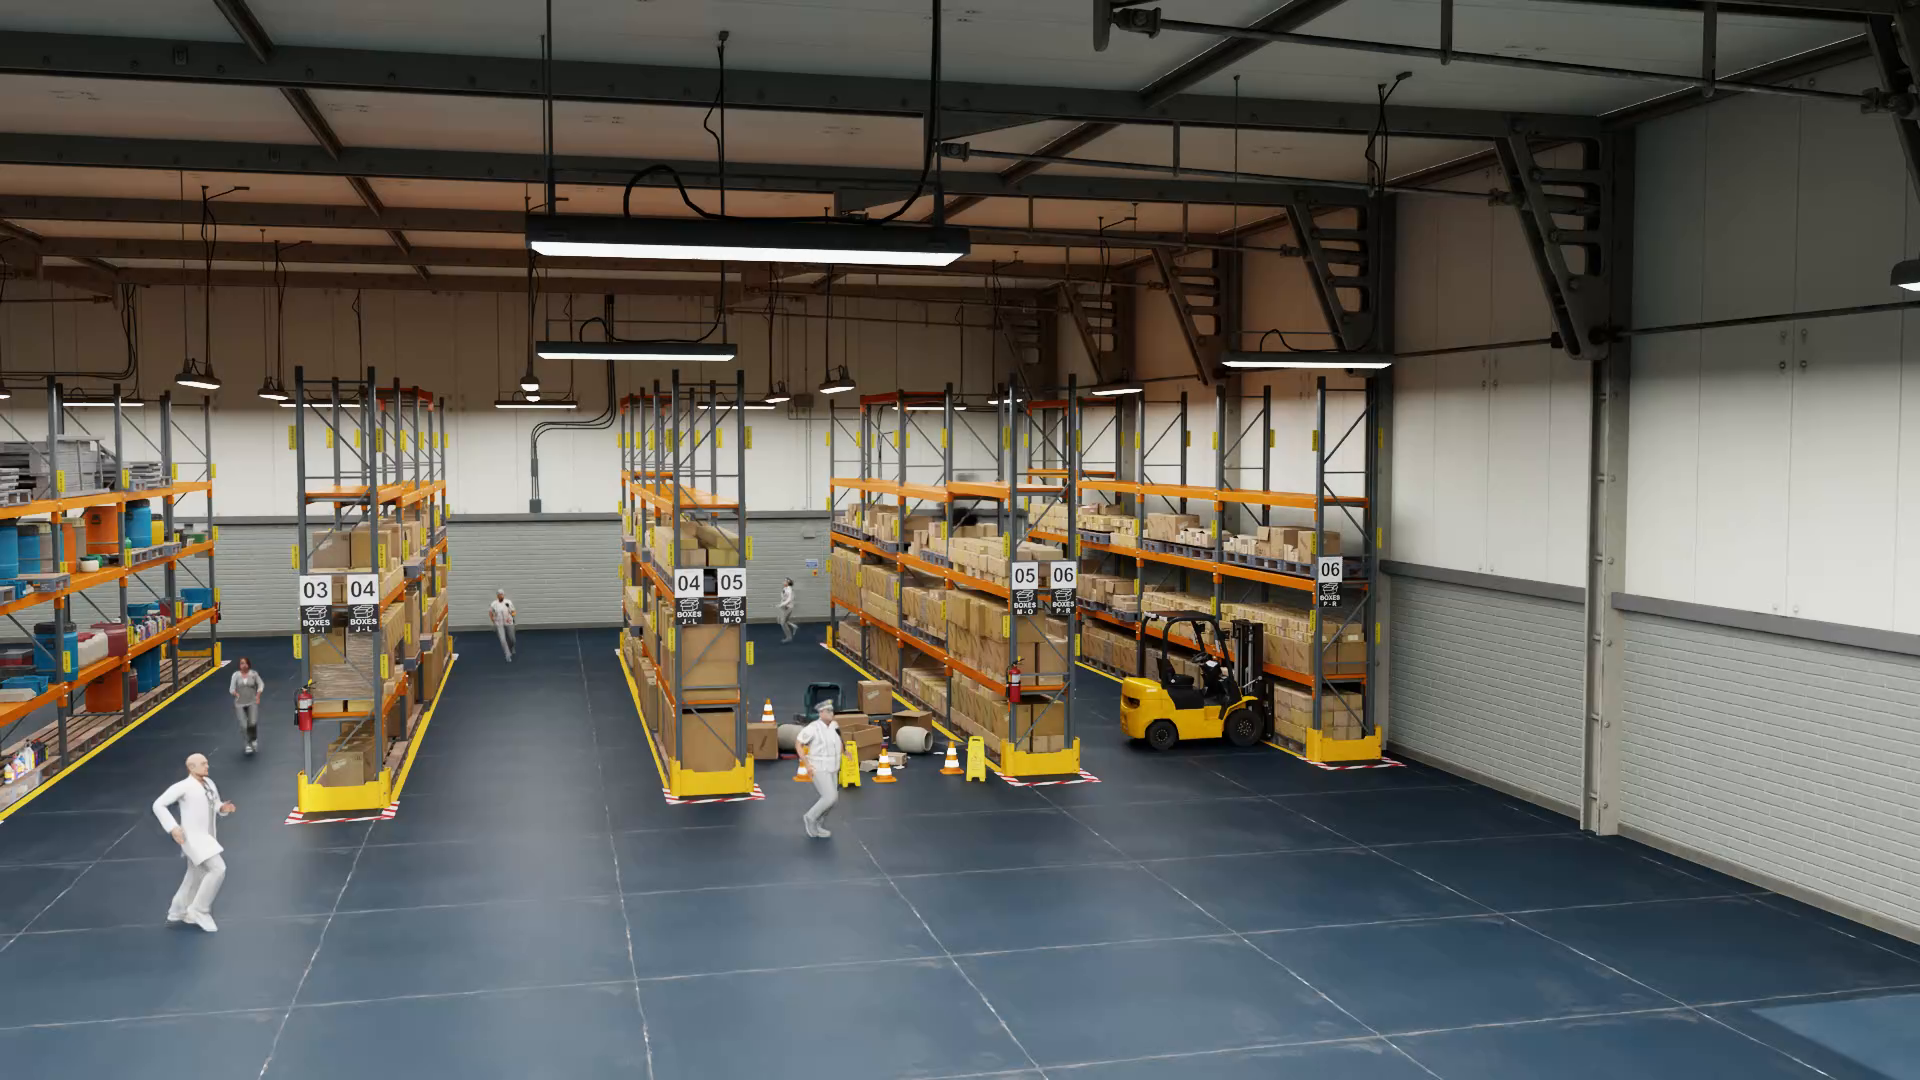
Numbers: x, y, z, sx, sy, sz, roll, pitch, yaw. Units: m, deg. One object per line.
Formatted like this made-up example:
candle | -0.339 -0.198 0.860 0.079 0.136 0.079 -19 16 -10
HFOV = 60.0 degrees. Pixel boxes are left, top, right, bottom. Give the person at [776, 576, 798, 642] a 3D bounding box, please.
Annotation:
person | -4.310 1.715 41.428 0.550 1.657 0.623 0 3 -8

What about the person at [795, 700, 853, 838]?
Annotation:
person | -1.665 2.875 20.943 0.605 1.749 0.655 2 4 33

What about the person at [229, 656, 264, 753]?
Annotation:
person | -11.344 2.630 26.452 0.508 1.558 0.586 -1 4 -21

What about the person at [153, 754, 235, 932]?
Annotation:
person | -7.795 3.100 17.067 0.742 1.815 0.685 0 3 1

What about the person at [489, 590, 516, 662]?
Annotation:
person | -10.447 1.940 37.970 0.601 1.632 0.772 -1 4 -16
